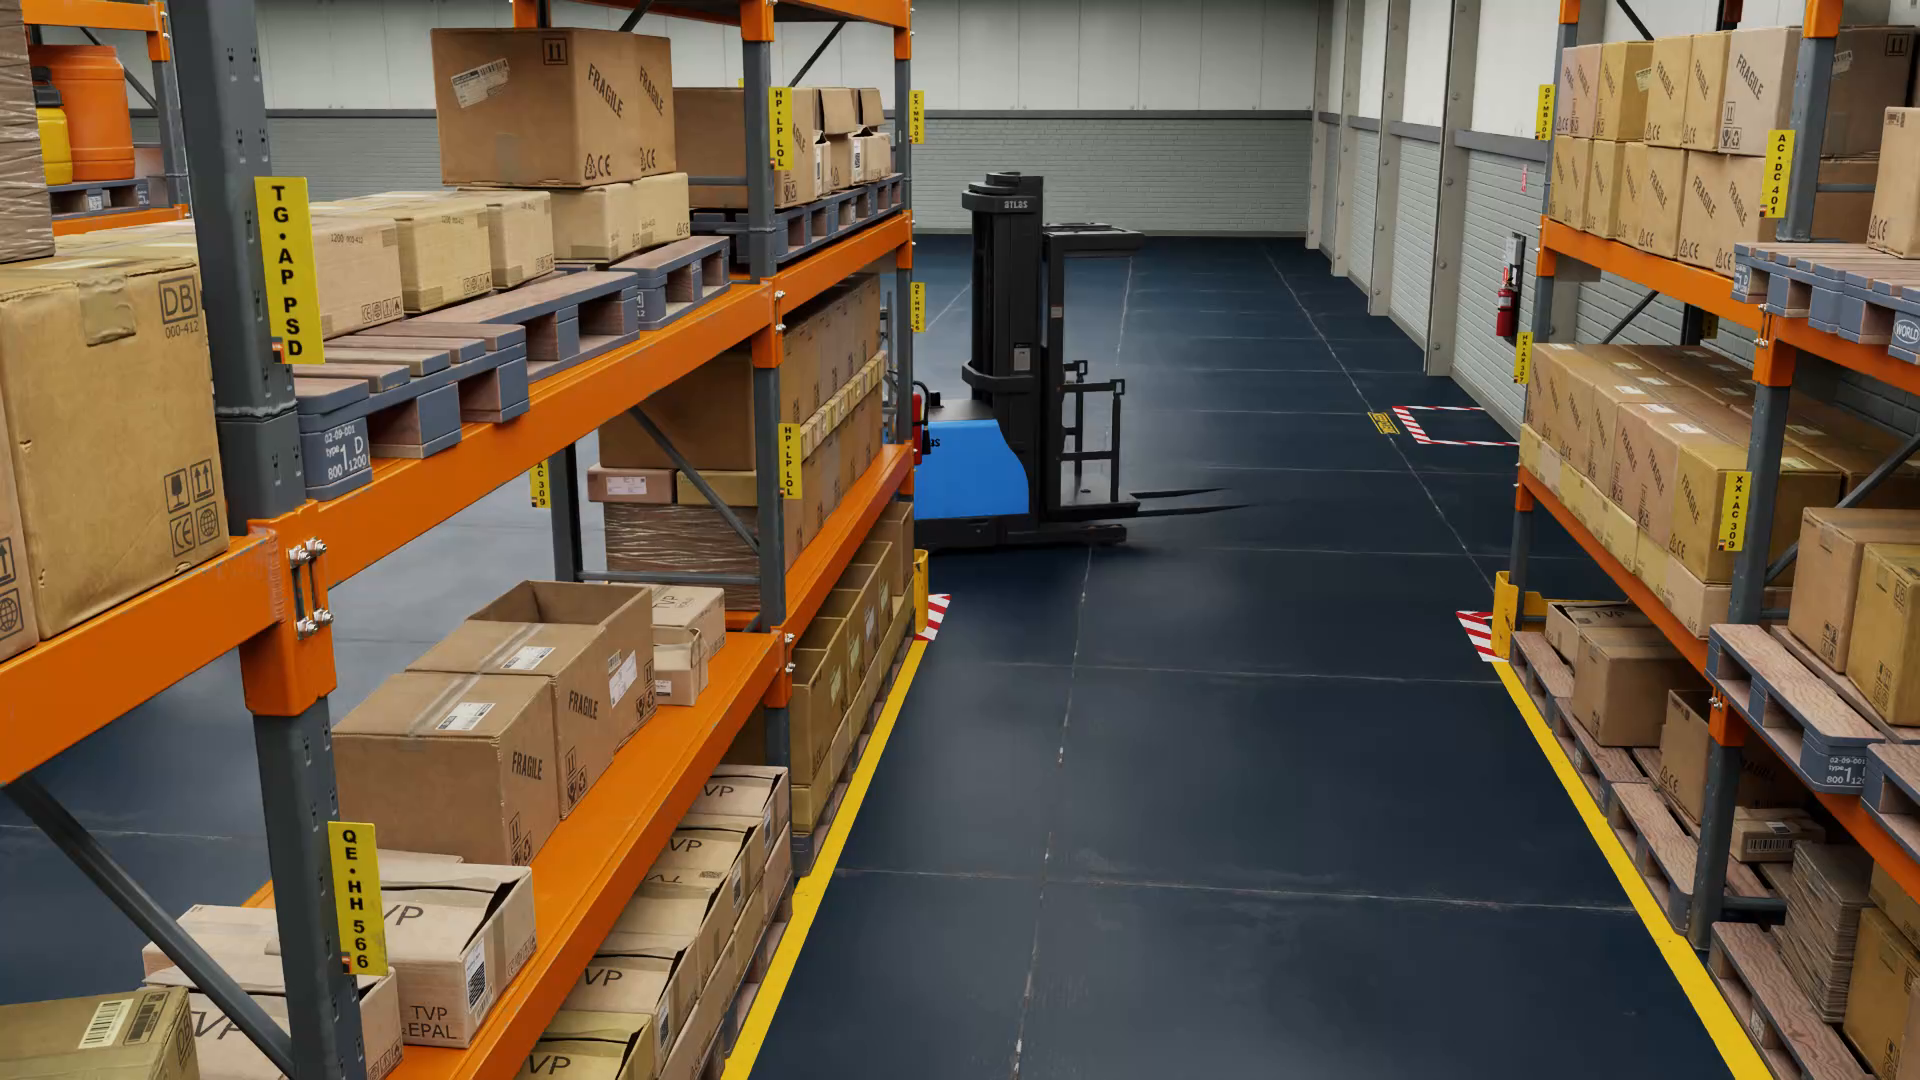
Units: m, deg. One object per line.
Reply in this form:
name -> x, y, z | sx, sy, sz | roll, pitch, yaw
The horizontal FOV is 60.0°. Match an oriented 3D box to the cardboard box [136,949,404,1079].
cardboard box -> -1.634, 1.160, 3.796 | 0.500, 0.311, 0.500 | 3, 15, 10

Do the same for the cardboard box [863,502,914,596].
cardboard box -> -0.581, 0.046, 10.773 | 0.500, 0.500, 0.500 | 2, 15, 6

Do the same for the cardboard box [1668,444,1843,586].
cardboard box -> 3.401, -0.113, 7.147 | 0.500, 0.500, 0.500 | 2, 15, 6

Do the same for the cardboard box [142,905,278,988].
cardboard box -> -1.892, 1.090, 4.366 | 0.380, 0.149, 0.250 | 2, 15, 6

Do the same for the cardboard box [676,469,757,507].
cardboard box -> -1.045, -0.253, 7.416 | 0.380, 0.149, 0.250 | 2, 15, 6

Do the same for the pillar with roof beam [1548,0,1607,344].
pillar with roof beam -> 1.286, -5.092, 15.253 | 9.100, 9.000, 0.400 | 2, 15, 6

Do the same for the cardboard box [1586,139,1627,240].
cardboard box -> 3.670, -1.873, 8.867 | 0.500, 0.500, 0.500 | 2, 15, 9

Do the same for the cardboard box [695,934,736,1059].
cardboard box -> -1.142, 1.677, 6.176 | 0.500, 0.250, 0.500 | 2, 15, 8

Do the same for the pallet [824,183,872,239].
pallet -> -1.057, -1.770, 8.885 | 1.003, 0.211, 1.213 | 2, 15, 6

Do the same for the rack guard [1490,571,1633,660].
rack guard -> 4.098, 0.507, 10.831 | 1.175, 0.500, 0.348 | 2, 15, 6

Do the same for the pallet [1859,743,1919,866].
pallet -> 3.386, 0.933, 4.832 | 1.003, 0.211, 1.213 | 2, 15, 6

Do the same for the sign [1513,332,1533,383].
sign -> 3.567, -1.154, 10.524 | 0.100, 0.325, 0.005 | 2, 15, 6

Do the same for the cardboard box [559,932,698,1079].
cardboard box -> -1.200, 1.535, 5.628 | 0.500, 0.311, 0.500 | 2, 15, 6

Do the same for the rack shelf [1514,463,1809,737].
rack shelf -> 3.881, 0.146, 8.753 | 1.077, 0.370, 4.000 | 2, 15, 6

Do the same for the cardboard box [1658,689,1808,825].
cardboard box -> 3.732, 1.042, 8.010 | 0.500, 0.500, 0.500 | 1, 15, 2

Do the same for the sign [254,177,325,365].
sign -> -1.180, -0.471, 2.920 | 0.100, 0.325, 0.005 | 2, 15, 6

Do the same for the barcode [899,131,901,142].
barcode -> -0.371, -2.500, 10.304 | 0.001, 0.075, 0.075 | 2, 15, 6

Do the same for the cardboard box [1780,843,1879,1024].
cardboard box -> 3.589, 1.503, 6.302 | 0.700, 0.500, 0.500 | 2, 15, 8

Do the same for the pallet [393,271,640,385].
pallet -> -1.608, -0.616, 4.807 | 1.003, 0.211, 1.213 | 2, 15, 9

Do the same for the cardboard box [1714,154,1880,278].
cardboard box -> 3.467, -1.327, 6.847 | 0.500, 0.500, 0.500 | 2, 15, 8

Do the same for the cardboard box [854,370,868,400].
cardboard box -> -0.757, -0.922, 9.891 | 0.380, 0.149, 0.250 | 2, 15, 7

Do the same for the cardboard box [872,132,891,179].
cardboard box -> -0.684, -2.204, 9.535 | 0.500, 0.250, 0.500 | 2, 15, 6

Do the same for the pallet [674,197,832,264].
pallet -> -1.197, -1.455, 7.718 | 1.003, 0.211, 1.213 | 2, 15, 6

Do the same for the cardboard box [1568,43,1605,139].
cardboard box -> 3.715, -2.487, 9.221 | 0.500, 0.500, 0.500 | 2, 15, 6

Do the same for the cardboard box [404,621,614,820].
cardboard box -> -1.486, 0.590, 5.543 | 0.500, 0.500, 0.500 | 2, 15, 6

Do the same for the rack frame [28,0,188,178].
rack frame -> -5.737, -3.908, 10.874 | 1.000, 3.000, 0.127 | 2, 15, 6

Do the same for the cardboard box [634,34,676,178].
cardboard box -> -1.376, -1.609, 6.165 | 0.500, 0.500, 0.500 | 2, 15, 7

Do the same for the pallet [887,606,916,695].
pallet -> -0.861, 0.681, 10.739 | 1.003, 0.211, 1.213 | 2, 15, 6

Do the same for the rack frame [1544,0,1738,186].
rack frame -> 4.106, -3.616, 9.795 | 1.000, 3.000, 0.127 | 2, 15, 6

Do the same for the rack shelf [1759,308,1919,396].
rack shelf -> 3.429, -0.264, 4.525 | 1.077, 0.370, 4.000 | 2, 15, 6

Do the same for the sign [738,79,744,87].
sign -> -1.367, -2.791, 10.664 | 0.100, 0.325, 0.005 | 2, 15, 6

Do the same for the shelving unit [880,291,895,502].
shelving unit -> -0.774, -0.917, 13.031 | 0.431, 2.100, 0.503 | -4, 16, -14

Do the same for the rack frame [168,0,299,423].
rack frame -> -1.719, -1.686, 2.657 | 1.000, 3.000, 0.127 | 2, 15, 6

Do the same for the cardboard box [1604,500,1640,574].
cardboard box -> 3.513, -0.011, 8.206 | 0.500, 0.250, 0.500 | 2, 15, 6

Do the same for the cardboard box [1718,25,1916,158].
cardboard box -> 3.442, -1.809, 6.713 | 0.500, 0.500, 0.500 | 0, 15, 1

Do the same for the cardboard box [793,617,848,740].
cardboard box -> -0.855, 0.694, 8.374 | 0.500, 0.500, 0.500 | 2, 15, 6

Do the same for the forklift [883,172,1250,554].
forklift -> 0.875, -1.485, 13.541 | 3.031, 2.935, 1.130 | -3, 16, -13

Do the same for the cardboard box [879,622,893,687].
cardboard box -> -0.682, 0.667, 9.910 | 0.500, 0.250, 0.500 | 2, 15, 6

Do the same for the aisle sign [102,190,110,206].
aisle sign -> -6.020, -2.294, 11.418 | 0.394, 0.787, 0.004 | 2, 15, 6

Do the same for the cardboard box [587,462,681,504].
cardboard box -> -1.450, -0.266, 7.463 | 0.380, 0.149, 0.250 | 2, 15, 6

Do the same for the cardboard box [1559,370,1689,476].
cardboard box -> 3.624, -0.642, 9.104 | 0.500, 0.500, 0.500 | 1, 15, 4

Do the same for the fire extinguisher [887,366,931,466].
fire extinguisher -> -0.341, -0.844, 11.186 | 0.296, 0.674, 0.183 | 2, 15, 6

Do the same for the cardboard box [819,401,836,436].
cardboard box -> -0.873, -0.655, 8.902 | 0.380, 0.149, 0.250 | 2, 15, 6

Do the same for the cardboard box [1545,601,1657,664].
cardboard box -> 3.939, 0.543, 10.217 | 0.500, 0.311, 0.500 | 0, 15, 0

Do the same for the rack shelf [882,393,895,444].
rack shelf -> -0.774, -0.904, 13.034 | 0.431, 0.518, 0.480 | -4, 16, -14

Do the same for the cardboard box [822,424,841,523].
cardboard box -> -1.053, -0.391, 9.169 | 0.700, 0.500, 0.500 | 2, 15, 8

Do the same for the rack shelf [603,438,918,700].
rack shelf -> -1.042, 0.001, 9.289 | 1.077, 0.370, 4.000 | 2, 15, 6

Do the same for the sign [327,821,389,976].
sign -> -1.178, 0.703, 3.249 | 0.100, 0.325, 0.005 | 2, 15, 6

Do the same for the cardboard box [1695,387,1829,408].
cardboard box -> 4.087, -0.495, 8.560 | 0.500, 0.500, 0.500 | 2, 15, 7

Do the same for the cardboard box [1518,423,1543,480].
cardboard box -> 3.736, -0.540, 10.161 | 0.500, 0.250, 0.500 | 1, 15, 5

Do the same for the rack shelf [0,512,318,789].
rack shelf -> -1.944, 0.628, 1.224 | 1.077, 0.370, 4.000 | 2, 15, 6

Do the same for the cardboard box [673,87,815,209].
cardboard box -> -0.949, -1.717, 7.254 | 0.500, 0.500, 0.500 | 3, 15, 11

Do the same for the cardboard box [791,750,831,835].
cardboard box -> -0.914, 1.186, 7.993 | 0.500, 0.250, 0.500 | 2, 15, 6

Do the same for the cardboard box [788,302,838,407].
cardboard box -> -1.054, -1.008, 8.965 | 0.700, 0.500, 0.500 | 2, 15, 6

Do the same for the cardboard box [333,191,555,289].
cardboard box -> -1.544, -0.912, 5.023 | 0.500, 0.250, 0.500 | 0, 15, 2
